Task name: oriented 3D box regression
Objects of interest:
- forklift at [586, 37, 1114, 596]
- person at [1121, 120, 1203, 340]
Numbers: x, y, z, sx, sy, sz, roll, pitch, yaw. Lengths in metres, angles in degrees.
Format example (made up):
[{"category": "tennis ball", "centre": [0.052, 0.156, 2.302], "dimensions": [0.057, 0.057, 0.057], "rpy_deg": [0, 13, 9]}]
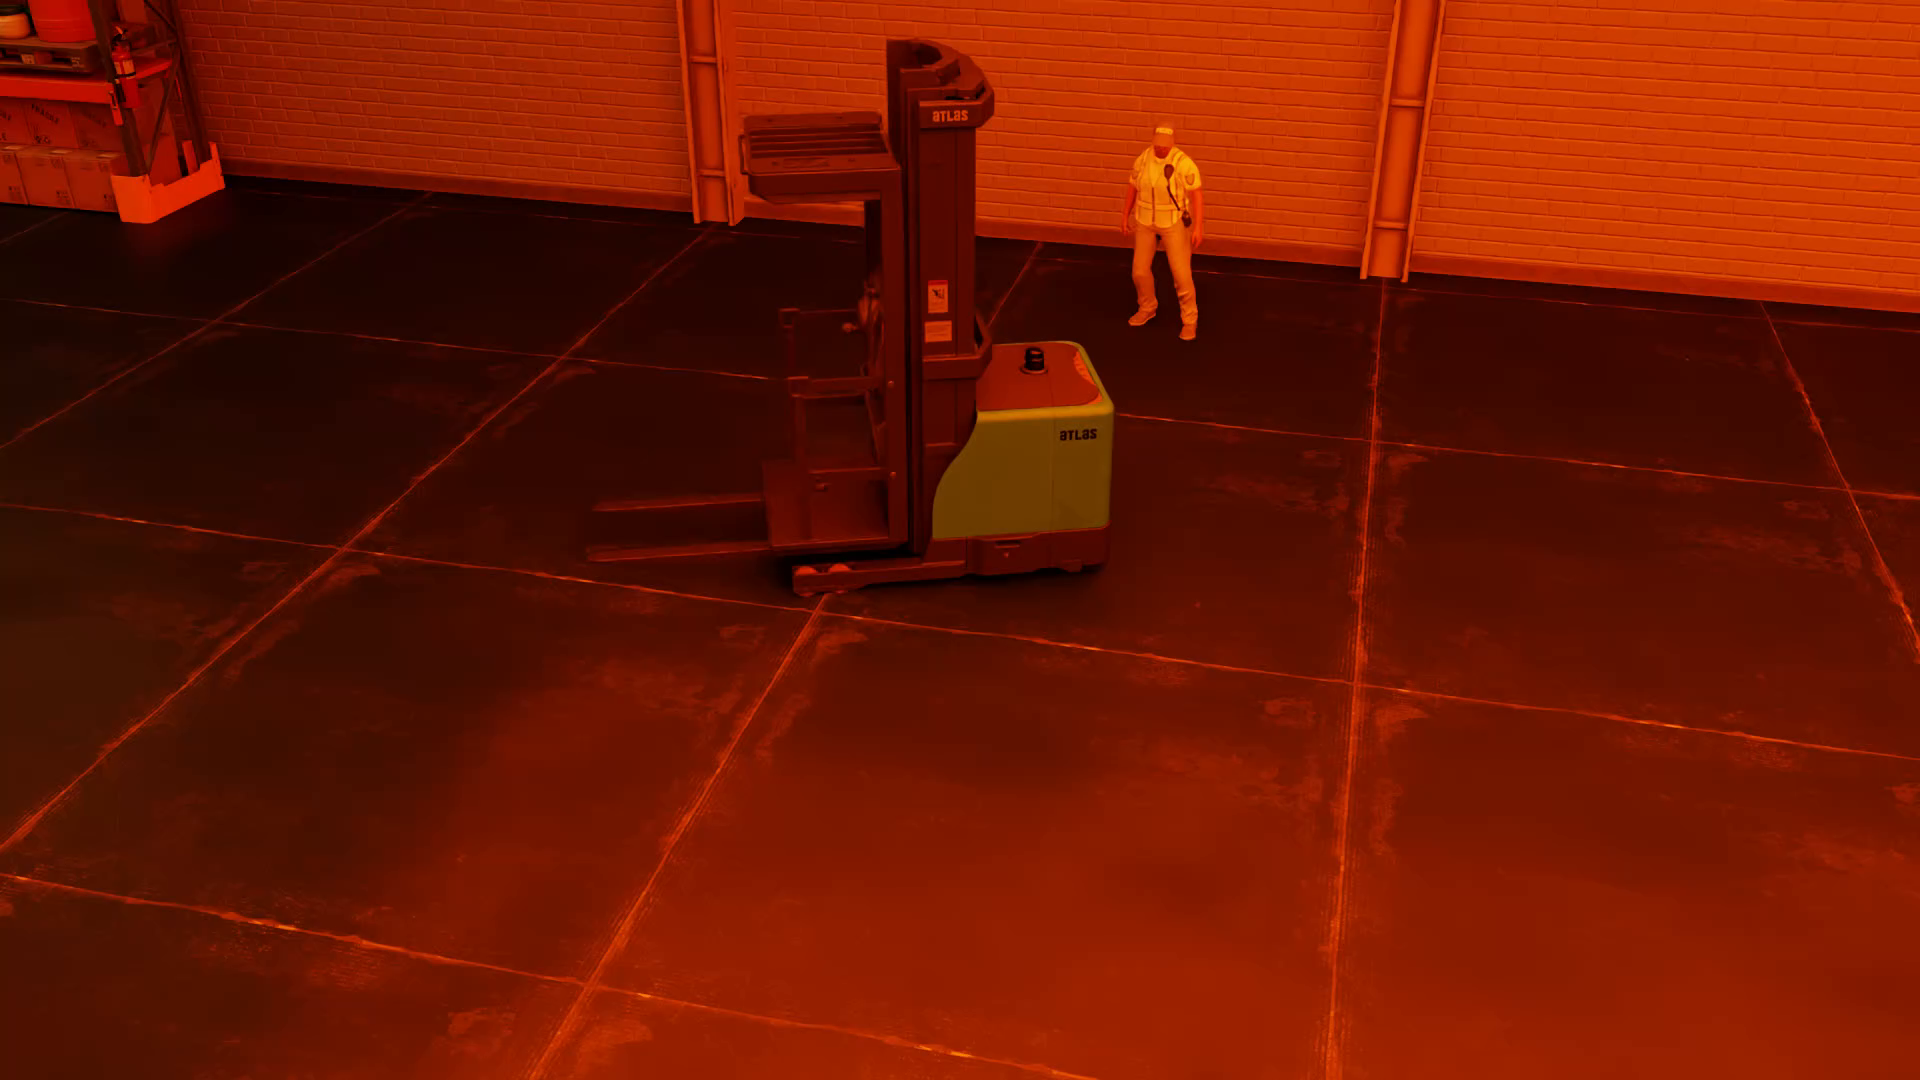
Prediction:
[{"category": "forklift", "centre": [-0.677, -1.229, 9.338], "dimensions": [3.031, 2.935, 1.130], "rpy_deg": [-4, 30, -7]}, {"category": "person", "centre": [1.556, -2.405, 12.729], "dimensions": [0.722, 1.641, 0.446], "rpy_deg": [14, 33, 24]}]
